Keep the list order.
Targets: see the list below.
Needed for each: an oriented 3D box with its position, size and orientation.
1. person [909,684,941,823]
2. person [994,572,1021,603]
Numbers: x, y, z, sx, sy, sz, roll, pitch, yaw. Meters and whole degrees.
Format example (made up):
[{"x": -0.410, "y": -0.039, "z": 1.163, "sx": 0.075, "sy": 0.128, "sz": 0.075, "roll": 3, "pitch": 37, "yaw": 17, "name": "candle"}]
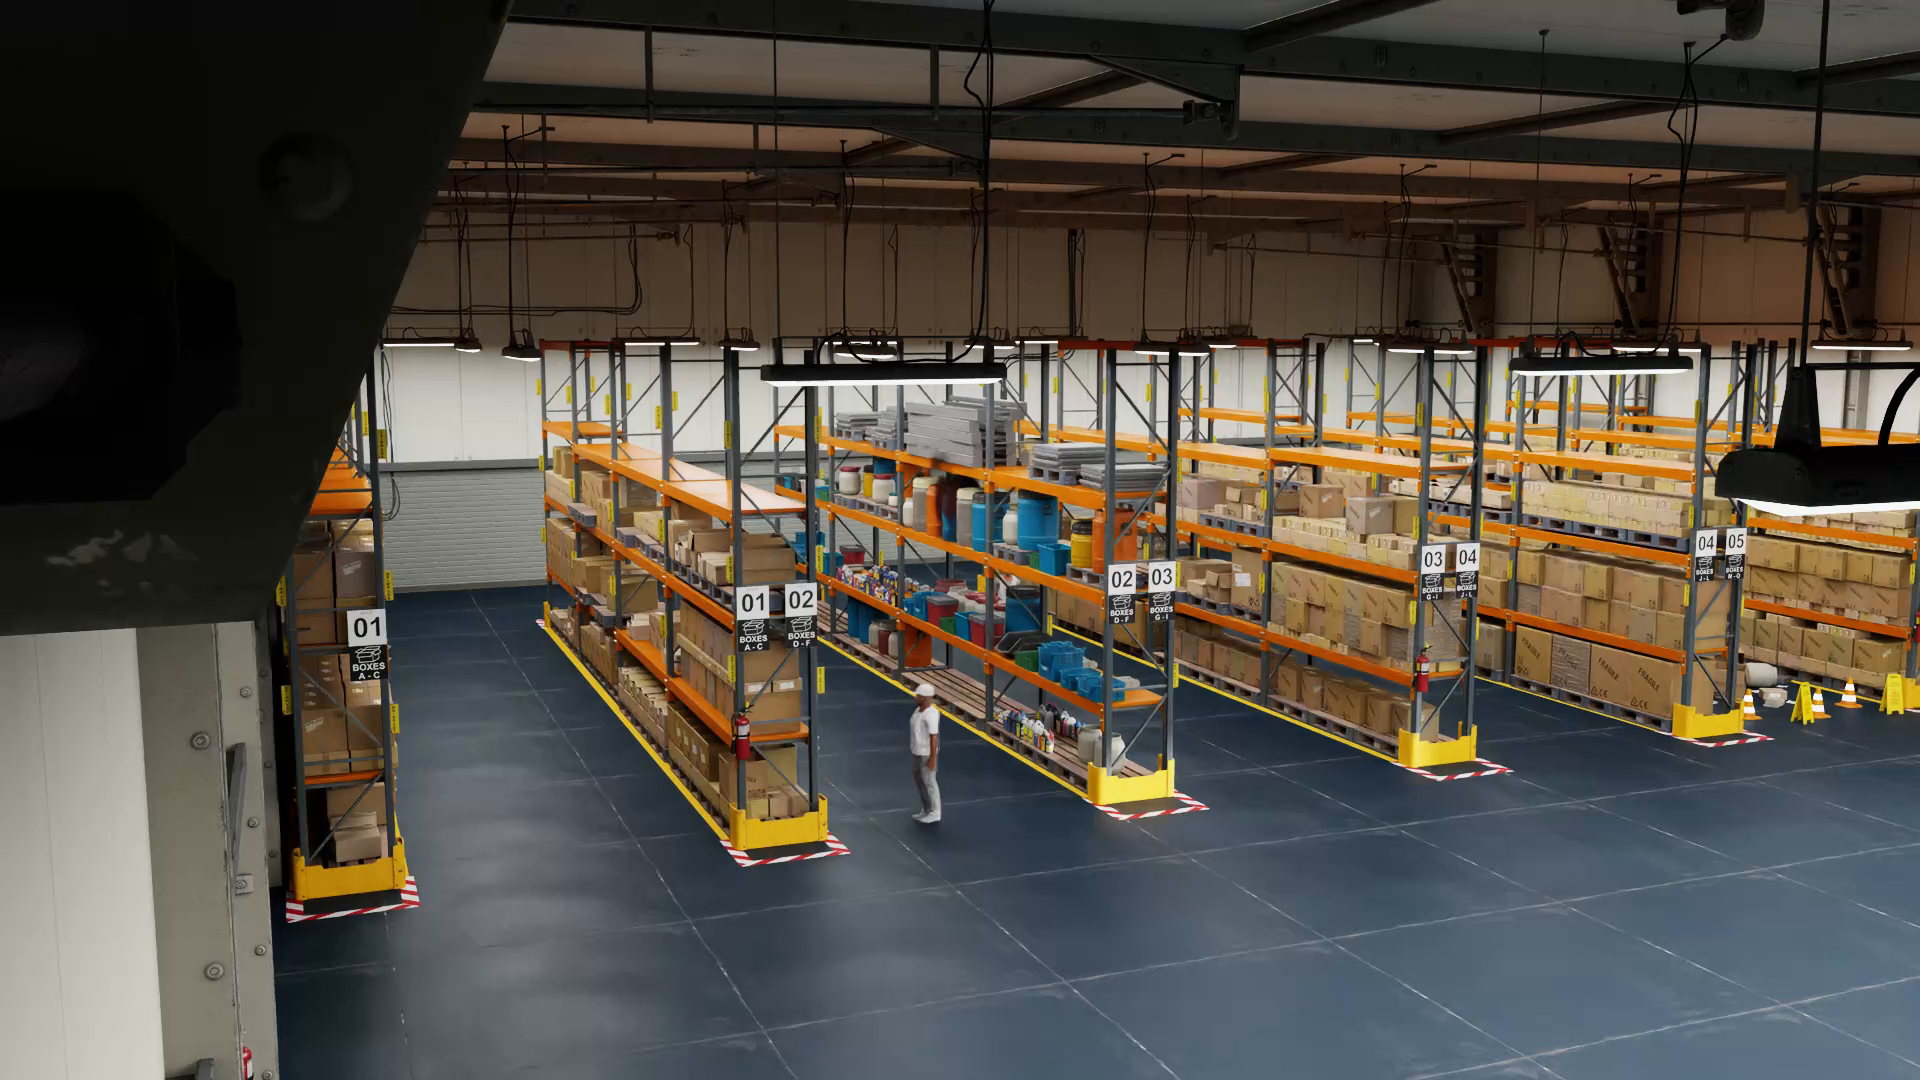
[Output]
[{"x": -0.440, "y": 2.719, "z": 21.144, "sx": 0.361, "sy": 1.798, "sz": 0.672, "roll": -3, "pitch": 8, "yaw": -23, "name": "person"}, {"x": 0.958, "y": 1.275, "z": 32.034, "sx": 0.537, "sy": 1.711, "sz": 1.055, "roll": -3, "pitch": 8, "yaw": -24, "name": "person"}]
